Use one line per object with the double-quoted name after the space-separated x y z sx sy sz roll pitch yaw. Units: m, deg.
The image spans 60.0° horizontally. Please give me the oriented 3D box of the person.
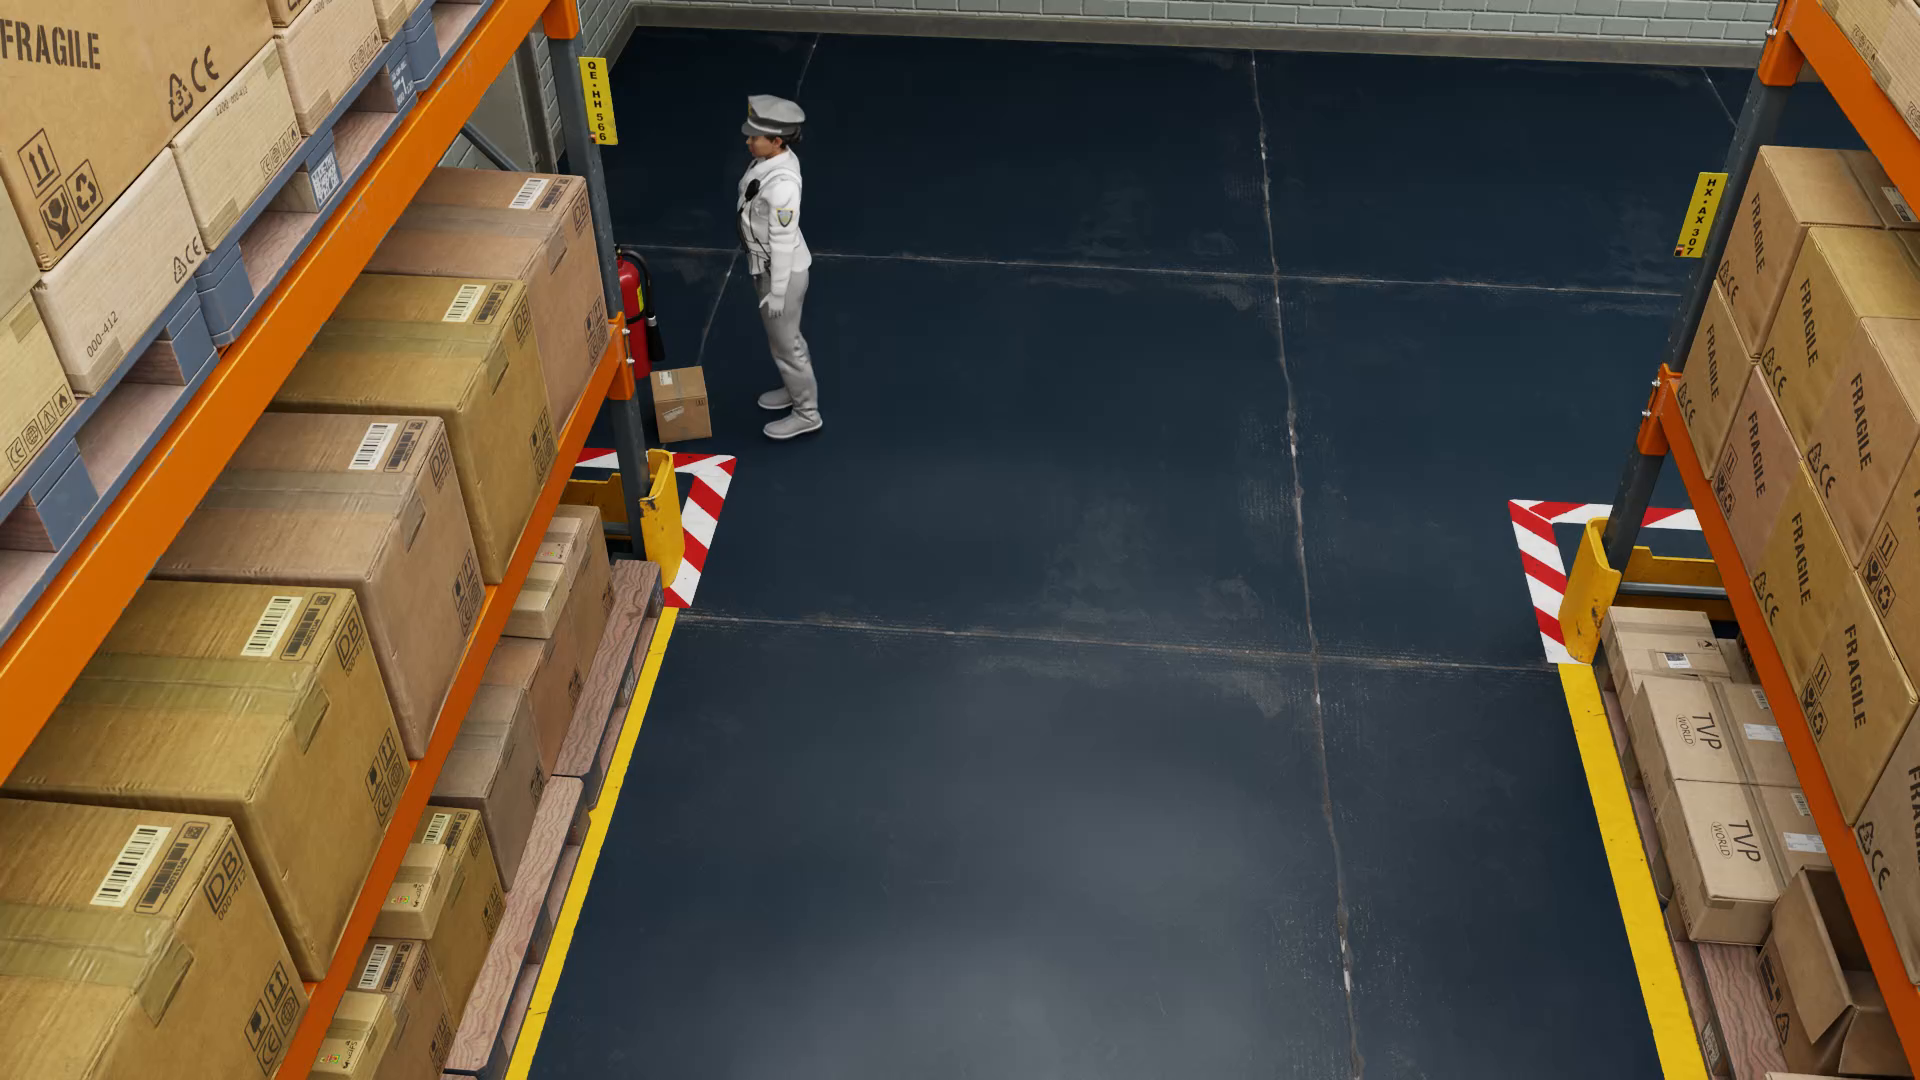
-0.837 -1.230 7.595 0.343 1.679 0.466 -8 41 -9 "person"
